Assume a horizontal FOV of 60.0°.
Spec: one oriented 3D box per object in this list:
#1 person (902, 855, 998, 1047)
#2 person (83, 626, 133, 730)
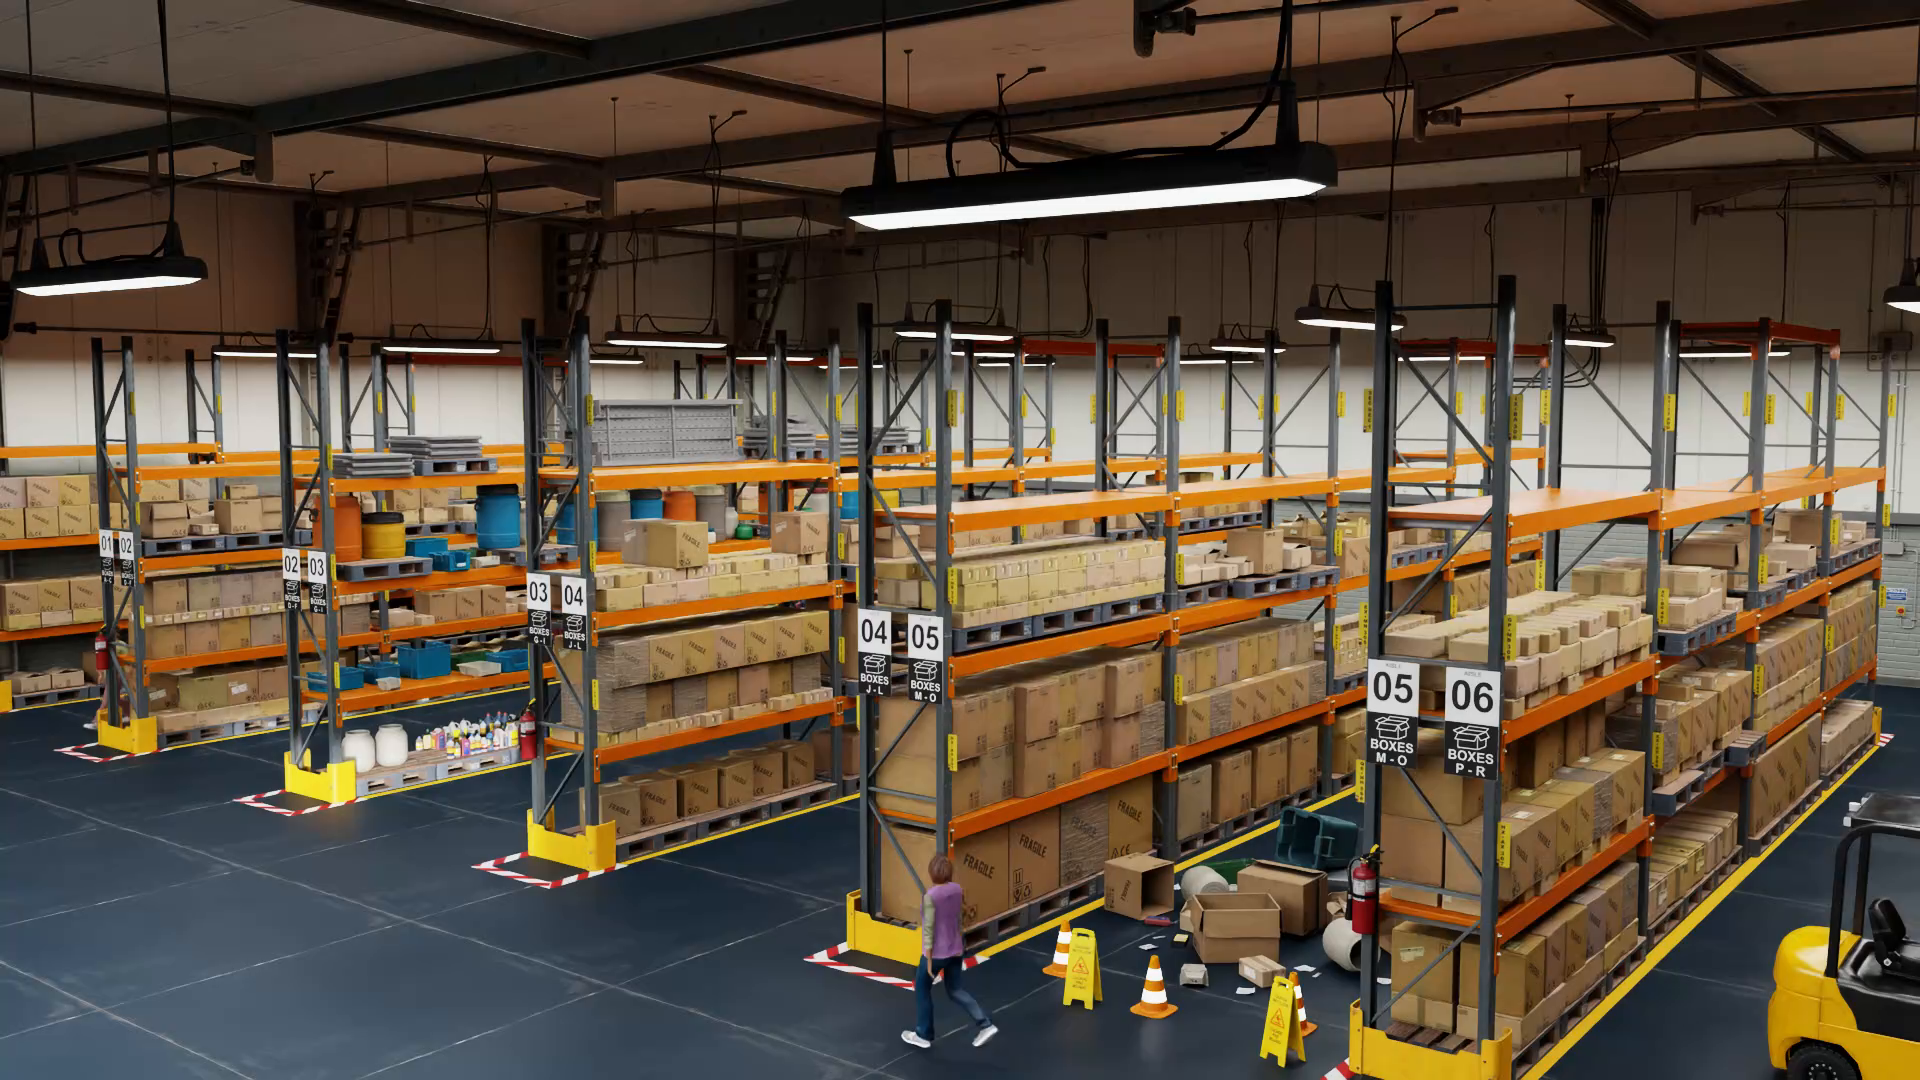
[{"bbox_3d":[-0.104,3.240,13.012,0.847,1.560,0.416,4,6,38],"label":"person"},{"bbox_3d":[-13.175,2.114,25.779,0.426,1.587,1.094,2,5,20],"label":"person"}]
